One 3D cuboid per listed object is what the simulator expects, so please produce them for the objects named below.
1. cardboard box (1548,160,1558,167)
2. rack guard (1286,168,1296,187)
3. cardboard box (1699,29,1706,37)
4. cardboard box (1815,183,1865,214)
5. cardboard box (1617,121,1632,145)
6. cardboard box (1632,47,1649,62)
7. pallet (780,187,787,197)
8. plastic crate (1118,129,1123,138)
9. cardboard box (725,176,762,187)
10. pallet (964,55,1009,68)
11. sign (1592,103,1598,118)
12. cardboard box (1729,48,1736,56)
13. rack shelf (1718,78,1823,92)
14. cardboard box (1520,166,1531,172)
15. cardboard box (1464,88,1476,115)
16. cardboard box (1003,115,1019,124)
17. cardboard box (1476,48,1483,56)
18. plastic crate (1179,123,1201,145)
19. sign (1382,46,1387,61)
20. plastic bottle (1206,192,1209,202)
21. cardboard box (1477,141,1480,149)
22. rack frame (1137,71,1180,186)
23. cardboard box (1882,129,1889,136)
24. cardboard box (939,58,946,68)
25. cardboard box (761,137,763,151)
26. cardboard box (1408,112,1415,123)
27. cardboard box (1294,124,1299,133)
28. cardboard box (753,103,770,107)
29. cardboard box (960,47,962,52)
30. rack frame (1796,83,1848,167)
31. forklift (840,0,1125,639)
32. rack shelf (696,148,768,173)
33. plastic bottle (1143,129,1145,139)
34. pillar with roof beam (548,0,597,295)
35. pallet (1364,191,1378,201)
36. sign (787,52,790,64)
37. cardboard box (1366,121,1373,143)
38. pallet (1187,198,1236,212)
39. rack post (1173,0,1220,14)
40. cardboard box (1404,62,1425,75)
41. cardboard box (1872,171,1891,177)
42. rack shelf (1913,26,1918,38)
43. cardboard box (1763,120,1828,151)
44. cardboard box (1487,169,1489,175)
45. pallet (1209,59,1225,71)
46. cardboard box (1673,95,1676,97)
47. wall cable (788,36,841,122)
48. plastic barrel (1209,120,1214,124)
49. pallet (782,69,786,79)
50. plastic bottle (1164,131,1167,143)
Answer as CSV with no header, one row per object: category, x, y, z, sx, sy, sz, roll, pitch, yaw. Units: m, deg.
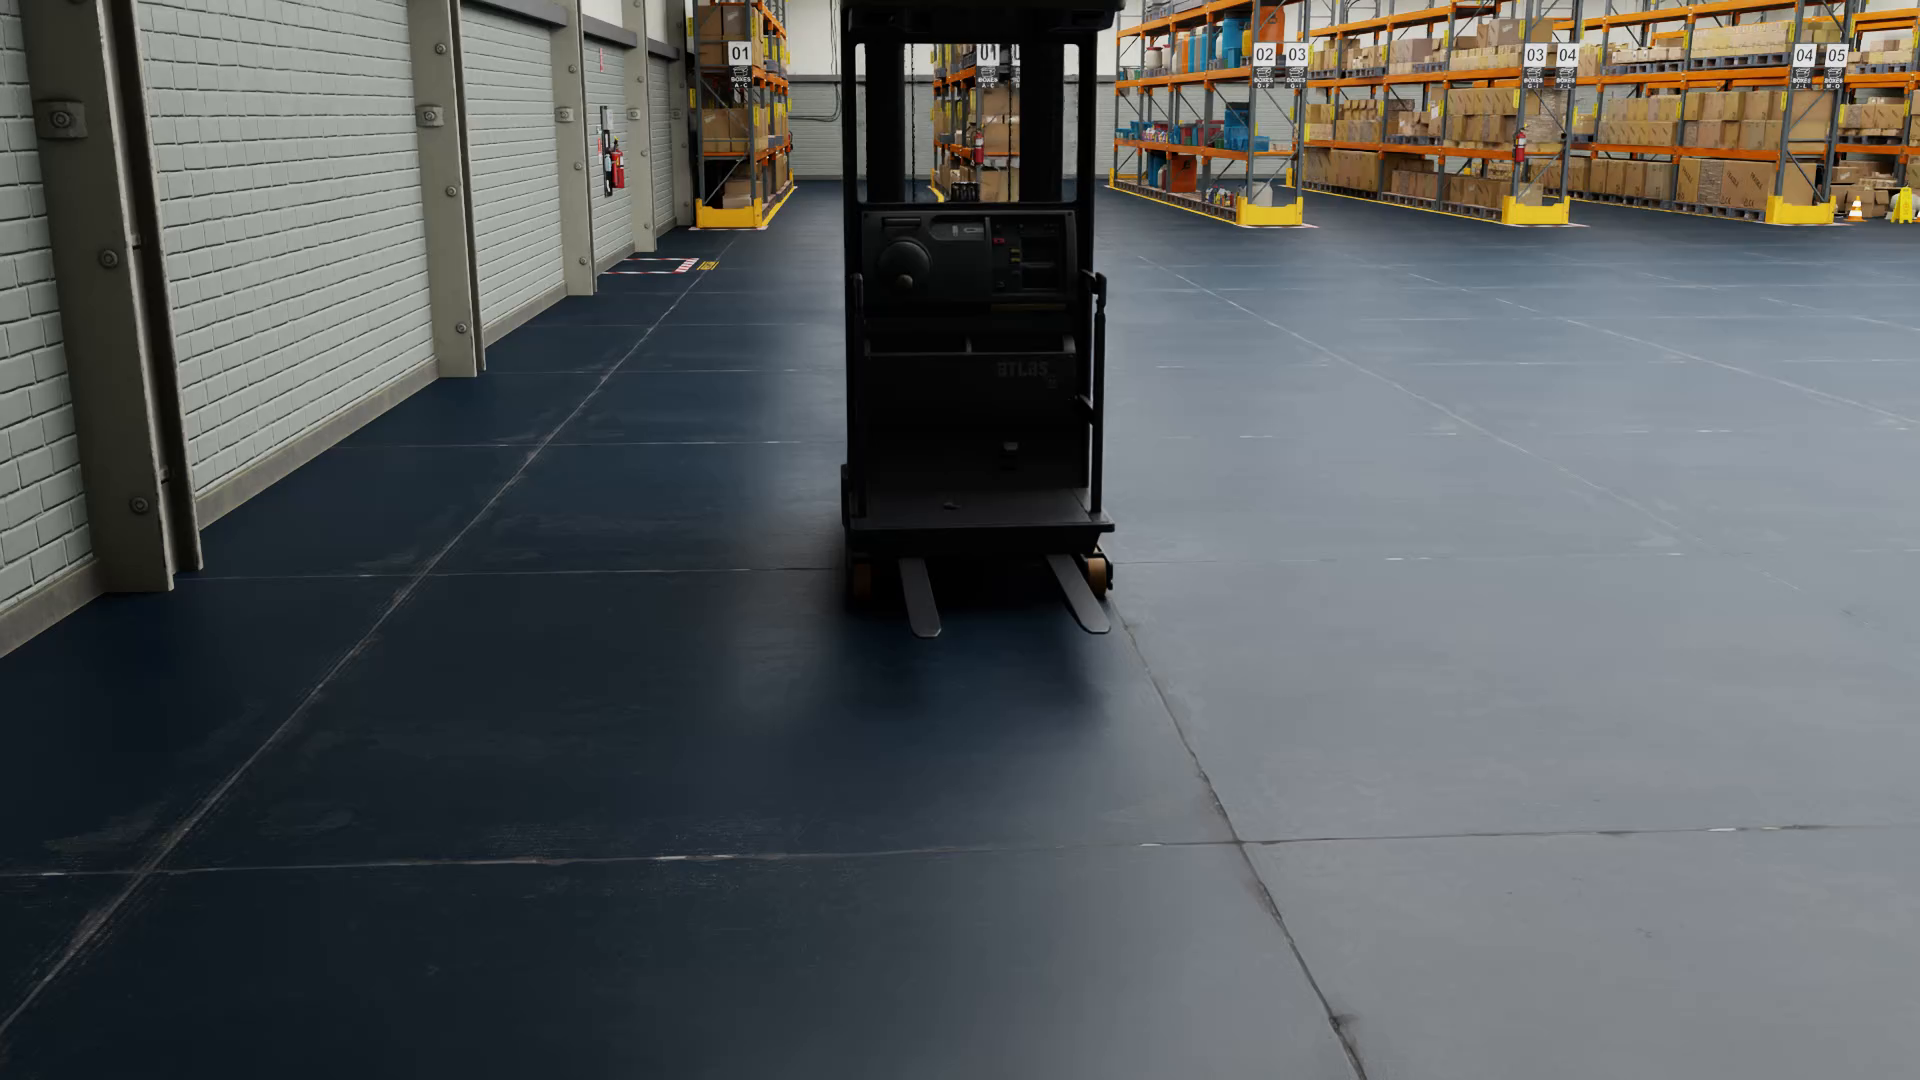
cardboard box,14.733,-9.261,40.671,0.500,0.250,0.500,0,14,-1
rack guard,9.683,-10.091,46.244,1.175,0.500,0.348,-1,14,-3
cardboard box,15.084,-10.173,33.384,0.380,0.149,0.250,-1,14,-4
cardboard box,17.864,-6.957,33.782,0.797,0.637,0.503,-1,14,-3
cardboard box,14.960,-9.039,36.935,0.500,0.500,0.500,-1,14,-3
cardboard box,15.025,-10.583,36.255,0.500,0.311,0.500,-1,14,-4
pallet,-4.777,-8.531,40.757,1.003,0.211,1.213,-1,14,-3
plastic crate,4.468,-10.937,44.731,0.416,0.233,0.300,-1,14,-3
cardboard box,-4.466,-7.267,34.386,0.700,0.500,0.500,0,14,-2
pallet,0.619,-9.358,32.534,1.003,0.211,1.213,-1,14,-3
sign,14.595,-9.869,38.200,0.100,0.325,0.005,-1,14,-3
cardboard box,15.162,-9.472,32.260,0.380,0.149,0.250,-1,14,-3
rack shelf,19.947,-11.061,40.420,1.077,0.370,4.000,-1,14,-3
cardboard box,14.607,-9.548,42.800,0.380,0.149,0.250,0,14,-2
cardboard box,10.265,-8.624,32.719,0.500,0.500,0.500,-1,14,-3
cardboard box,0.978,-7.628,30.152,0.380,0.149,0.250,-1,14,-4
cardboard box,10.258,-9.475,32.314,0.380,0.149,0.250,-1,14,-5
plastic crate,5.031,-8.854,36.291,0.402,0.464,0.583,-1,14,-3
sign,9.625,-11.041,37.703,0.100,0.325,0.005,-1,14,-3
plastic bottle,5.073,-6.982,33.874,0.097,0.201,0.097,0,14,0
cardboard box,10.308,-7.697,32.427,0.380,0.149,0.250,-1,14,-3
rack frame,4.988,-10.225,41.746,1.000,3.000,0.127,-1,14,-3
cardboard box,20.012,-8.736,35.620,0.380,0.149,0.250,-1,14,-5
cardboard box,-0.257,-11.888,41.488,0.500,0.250,0.500,-1,14,-3
cardboard box,-3.942,-7.406,31.053,0.500,0.250,0.500,-1,14,-4
cardboard box,10.387,-9.287,37.059,0.700,0.500,0.500,1,14,5
cardboard box,9.444,-11.244,45.411,0.500,0.250,0.500,-1,14,-5
cardboard box,-4.424,-9.766,37.622,0.500,0.250,0.500,-1,14,-2
cardboard box,0.271,-11.248,37.497,0.500,0.500,0.500,-1,14,-3
rack frame,20.071,-9.459,38.771,1.000,3.000,0.127,-1,14,-3
forklift,0.060,-1.246,6.988,1.130,2.935,3.031,-1,14,-5
rack shelf,-4.280,-7.236,31.575,1.077,0.370,4.000,-1,14,-3
plastic bottle,4.585,-10.070,41.380,0.061,0.283,0.133,-1,14,-3
pillar with roof beam,-0.023,-7.235,18.088,9.100,9.000,0.400,-1,14,-3
pallet,10.206,-8.153,39.291,1.003,0.211,1.213,-1,14,-3
sign,-4.605,-12.915,44.563,0.100,0.325,0.005,-1,14,-3
cardboard box,9.877,-9.598,39.108,0.500,0.500,0.500,-1,14,-4
pallet,5.397,-7.079,35.117,1.003,0.211,1.213,-1,14,-3
rack post,5.276,-11.726,35.139,1.013,1.000,3.121,-1,14,-3
cardboard box,10.028,-10.310,36.359,0.500,0.250,0.500,-1,14,-2
cardboard box,24.427,-9.634,44.093,0.396,0.266,0.258,0,14,-1
rack shelf,24.901,-12.398,40.398,1.077,0.370,4.000,-1,14,-3
cardboard box,15.564,-7.532,30.981,0.875,0.550,0.550,-1,14,-3
cardboard box,14.389,-9.986,45.099,0.380,0.149,0.250,0,14,-2
pallet,5.626,-9.418,32.971,1.213,0.211,1.003,-1,14,-3
cardboard box,19.386,-11.880,44.671,0.380,0.149,0.250,-1,14,-3
wall cable,-5.141,-13.880,50.145,3.097,2.526,0.112,-1,14,-3
plastic barrel,5.571,-8.832,36.061,0.433,0.535,0.433,0,14,0
pallet,-5.012,-11.988,42.756,1.003,0.211,1.213,-1,14,-3
plastic bottle,4.771,-9.325,38.482,0.061,0.283,0.133,-1,14,-3
